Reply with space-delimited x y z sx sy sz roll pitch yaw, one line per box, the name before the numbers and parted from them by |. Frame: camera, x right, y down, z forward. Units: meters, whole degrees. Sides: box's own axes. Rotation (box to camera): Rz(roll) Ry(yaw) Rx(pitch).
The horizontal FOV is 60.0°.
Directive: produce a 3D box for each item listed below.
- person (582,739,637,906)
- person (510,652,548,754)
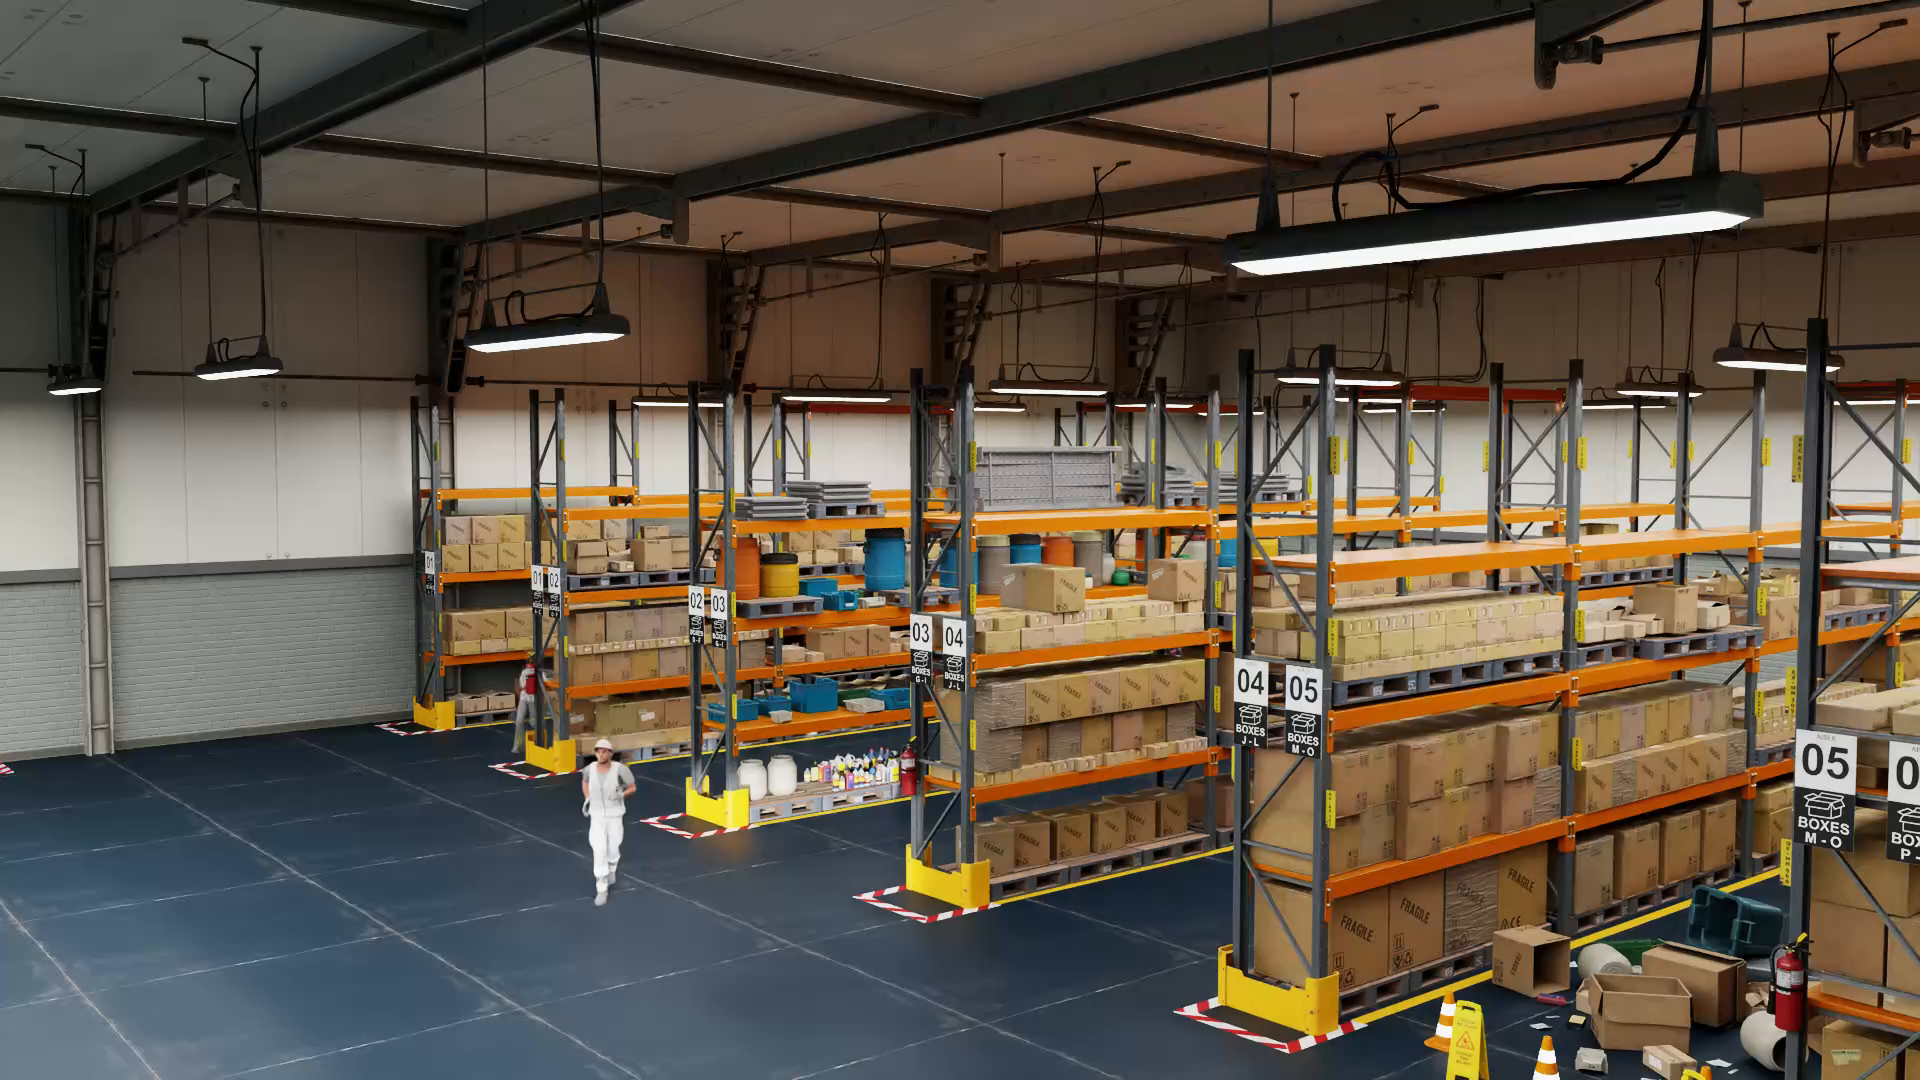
person | -3.989 3.148 18.891 0.633 1.804 0.928 0 3 -5
person | -7.116 2.715 27.778 0.587 1.718 0.814 2 4 26
